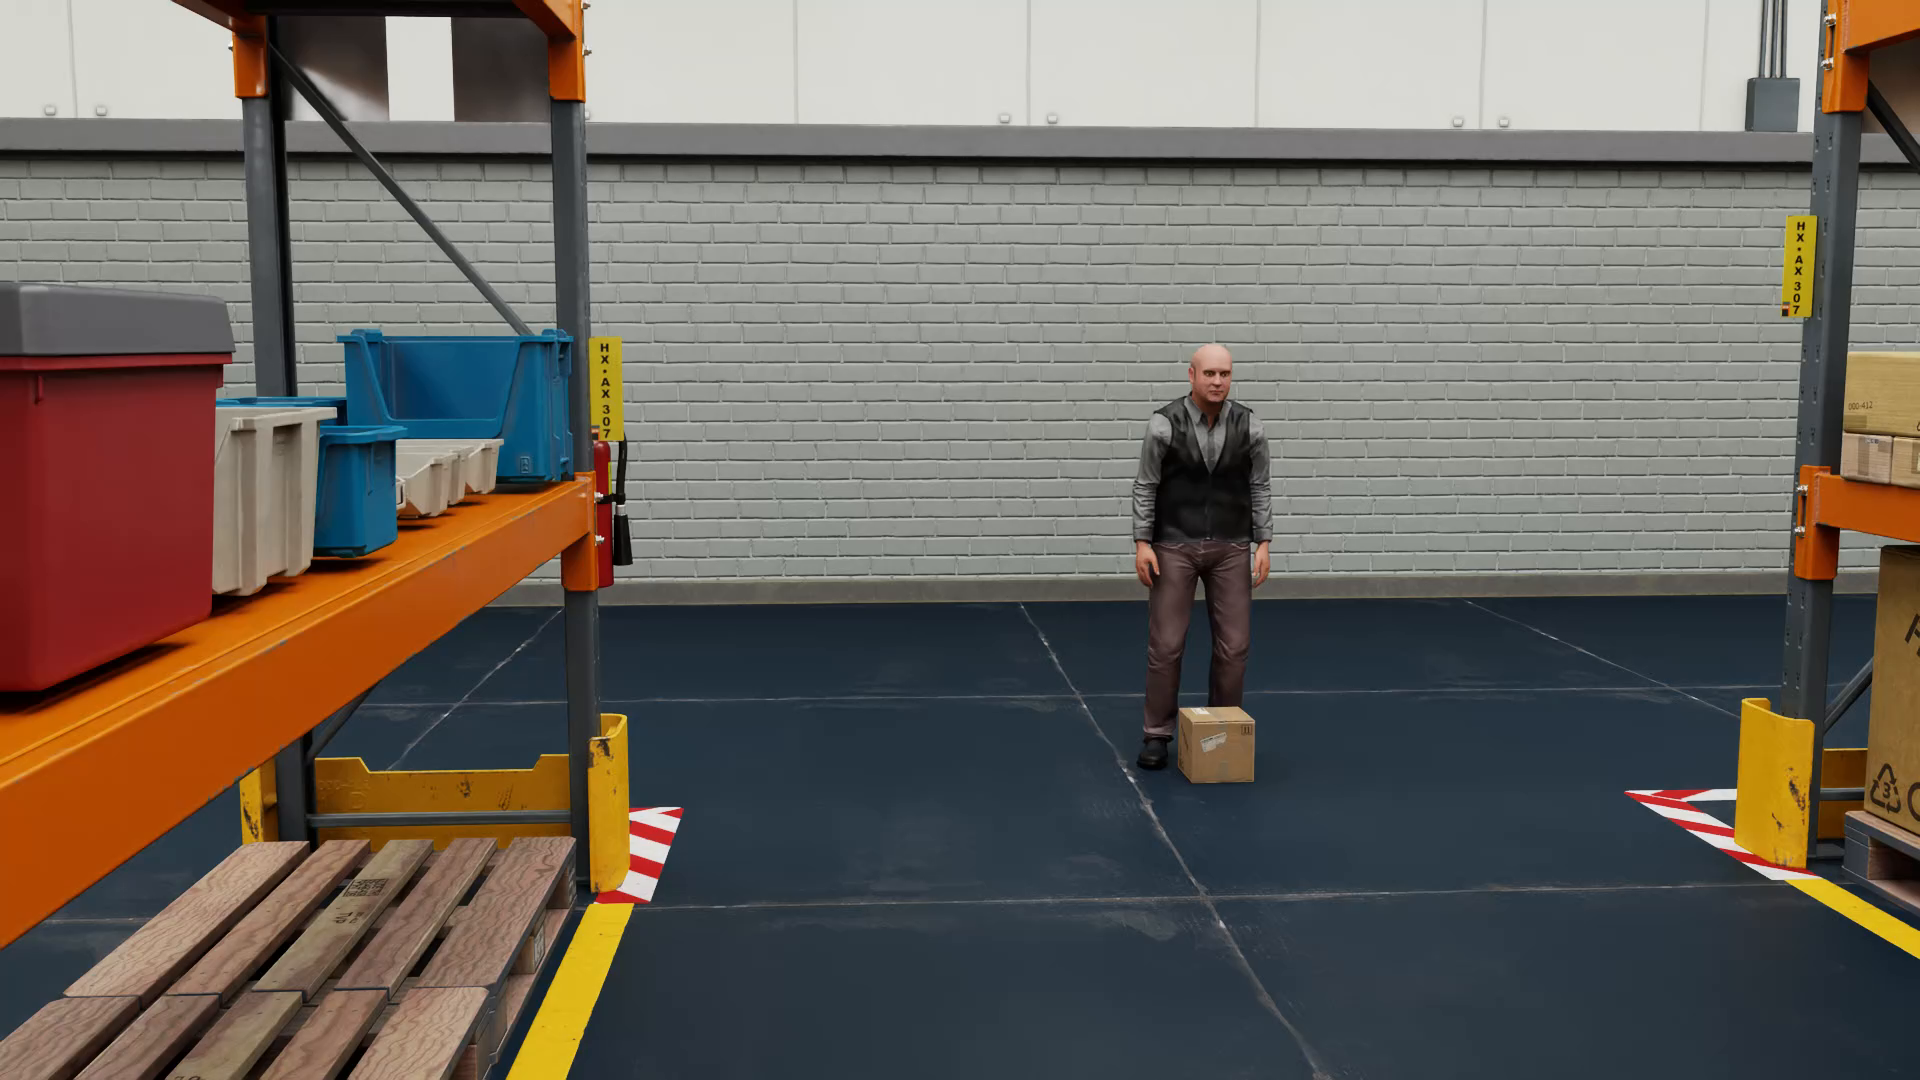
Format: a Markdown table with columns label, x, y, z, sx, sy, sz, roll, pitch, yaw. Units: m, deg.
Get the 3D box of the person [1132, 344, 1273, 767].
| label | x | y | z | sx | sy | sz | roll | pitch | yaw |
| --- | --- | --- | --- | --- | --- | --- | --- | --- | --- |
| person | 0.994 | 0.057 | 6.860 | 0.581 | 1.721 | 0.419 | 0 | 7 | -3 |
